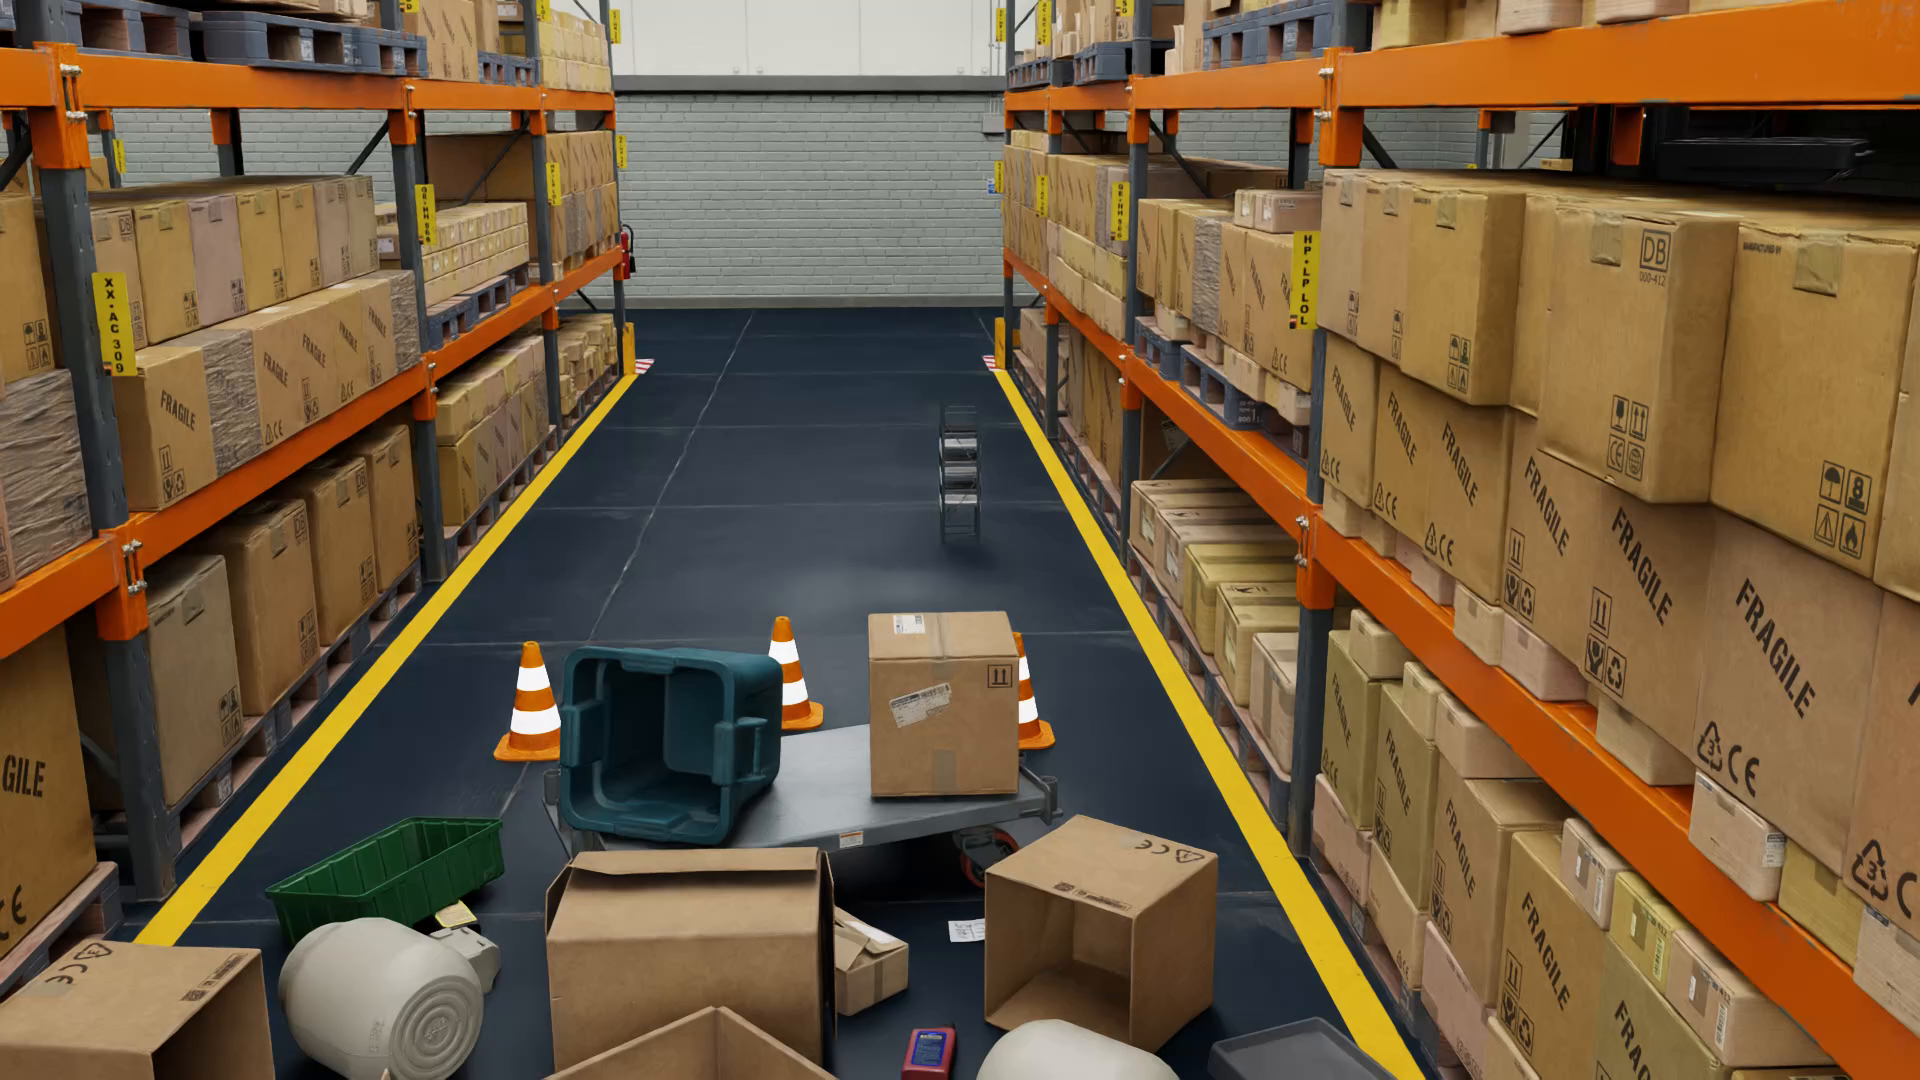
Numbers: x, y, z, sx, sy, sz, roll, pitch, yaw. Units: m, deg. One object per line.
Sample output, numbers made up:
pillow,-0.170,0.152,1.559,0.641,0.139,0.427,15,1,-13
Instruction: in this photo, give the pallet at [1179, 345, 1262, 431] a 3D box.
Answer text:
pallet,1.625,-0.725,7.711,1.003,0.211,1.213,-1,14,-3

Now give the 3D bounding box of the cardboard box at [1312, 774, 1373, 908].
cardboard box,1.476,0.964,5.435,0.500,0.250,0.500,-2,15,-6

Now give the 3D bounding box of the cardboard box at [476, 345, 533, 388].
cardboard box,-3.404,-1.250,12.033,0.500,0.250,0.500,0,14,-1

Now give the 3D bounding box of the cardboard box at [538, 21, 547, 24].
cardboard box,-3.480,-4.163,13.164,0.380,0.149,0.250,-2,15,-6

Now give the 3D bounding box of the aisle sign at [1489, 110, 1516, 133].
aisle sign,5.622,-4.649,17.357,0.394,0.787,0.004,-1,14,-3

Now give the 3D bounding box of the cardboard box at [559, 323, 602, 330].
cardboard box,-3.629,-1.990,15.925,0.380,0.149,0.250,-1,15,-6

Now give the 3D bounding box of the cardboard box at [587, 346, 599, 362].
cardboard box,-3.575,-1.716,15.458,0.380,0.149,0.250,0,14,-1

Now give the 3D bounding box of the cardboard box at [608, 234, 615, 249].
cardboard box,-3.666,-3.000,16.669,0.380,0.149,0.250,-1,14,-3

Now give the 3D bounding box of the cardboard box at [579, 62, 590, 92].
cardboard box,-3.567,-4.087,14.672,0.500,0.250,0.500,0,14,-1

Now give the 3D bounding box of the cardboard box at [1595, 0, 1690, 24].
cardboard box,1.516,-1.117,3.333,0.380,0.149,0.250,-1,14,-4

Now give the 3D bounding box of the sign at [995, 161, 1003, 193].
sign,0.412,-3.750,17.186,0.100,0.325,0.005,-1,14,-3

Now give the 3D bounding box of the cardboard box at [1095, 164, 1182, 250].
cardboard box,1.128,-2.095,10.441,0.500,0.500,0.500,-1,14,-2

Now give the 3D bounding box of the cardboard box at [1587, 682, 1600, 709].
cardboard box,1.645,0.331,3.724,0.380,0.149,0.250,-1,14,-3

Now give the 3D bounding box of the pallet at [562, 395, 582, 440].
pallet,-3.798,-1.019,14.064,1.003,0.211,1.213,-1,14,-3

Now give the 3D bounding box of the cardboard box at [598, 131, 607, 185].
cardboard box,-3.660,-3.639,15.845,0.500,0.500,0.500,-1,14,-5

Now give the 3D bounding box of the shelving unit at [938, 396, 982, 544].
shelving unit,0.000,-0.438,10.422,0.258,0.900,0.210,-1,14,-3

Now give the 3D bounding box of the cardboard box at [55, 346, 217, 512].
cardboard box,-2.989,-0.397,5.849,0.500,0.500,0.500,-1,14,-3

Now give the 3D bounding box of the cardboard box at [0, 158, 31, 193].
cardboard box,-9.134,-3.333,15.661,0.500,0.500,0.500,-1,14,-5

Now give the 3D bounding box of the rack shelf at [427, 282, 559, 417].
rack shelf,-3.597,-1.357,11.226,1.077,0.370,4.000,-1,14,-3

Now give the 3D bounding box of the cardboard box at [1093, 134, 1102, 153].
cardboard box,0.969,-3.291,13.787,0.380,0.149,0.250,-1,14,-2

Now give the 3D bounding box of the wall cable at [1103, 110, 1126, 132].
wall cable,2.008,-5.218,22.750,0.588,1.984,0.122,-1,14,-3

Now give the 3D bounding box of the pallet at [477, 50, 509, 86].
pallet,-3.721,-3.152,11.114,1.213,0.211,1.003,-1,14,-3

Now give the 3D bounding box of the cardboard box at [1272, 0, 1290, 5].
cardboard box,1.502,-2.168,6.370,0.500,0.250,0.500,-1,14,-3

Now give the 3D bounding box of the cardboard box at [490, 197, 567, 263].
cardboard box,-3.500,-2.523,13.514,0.500,0.500,0.500,-1,14,-4

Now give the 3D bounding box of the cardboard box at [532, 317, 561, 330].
cardboard box,-4.138,-2.107,16.379,0.380,0.149,0.250,-1,14,-2

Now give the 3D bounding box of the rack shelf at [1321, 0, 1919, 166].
rack shelf,1.833,-0.922,3.514,1.077,0.370,4.000,-1,14,-3

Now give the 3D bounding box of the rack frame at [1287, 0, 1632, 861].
rack frame,1.709,-0.315,5.732,1.000,3.000,0.127,-1,14,-3

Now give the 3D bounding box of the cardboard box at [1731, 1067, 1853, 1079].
cardboard box,1.647,1.249,2.821,0.500,0.500,0.500,-1,14,-3

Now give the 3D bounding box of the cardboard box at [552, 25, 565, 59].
cardboard box,-3.537,-4.073,13.614,0.500,0.250,0.500,-1,14,-4

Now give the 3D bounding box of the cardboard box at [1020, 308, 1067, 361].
cardboard box,1.107,-2.100,16.966,0.875,0.438,0.875,-1,14,-5

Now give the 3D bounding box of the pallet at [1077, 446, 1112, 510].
pallet,1.415,-0.459,11.889,1.003,0.211,1.213,-1,14,-3

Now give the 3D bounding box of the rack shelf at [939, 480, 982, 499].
rack shelf,0.000,-0.318,10.453,0.258,0.077,0.200,-1,14,-3

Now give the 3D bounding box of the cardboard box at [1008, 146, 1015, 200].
cardboard box,0.750,-3.580,16.214,0.500,0.500,0.500,-1,14,-5

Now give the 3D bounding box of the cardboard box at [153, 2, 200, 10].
cardboard box,-3.585,-2.434,7.082,0.500,0.311,0.500,-1,14,-4

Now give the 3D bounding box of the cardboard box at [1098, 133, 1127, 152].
cardboard box,1.363,-3.361,14.059,0.380,0.149,0.250,-1,14,-4

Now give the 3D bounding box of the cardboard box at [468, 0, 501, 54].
cardboard box,-3.807,-3.812,12.258,0.700,0.500,0.500,-1,14,-3

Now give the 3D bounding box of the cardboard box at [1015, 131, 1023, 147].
cardboard box,0.735,-3.858,15.993,0.380,0.149,0.250,-1,14,-5

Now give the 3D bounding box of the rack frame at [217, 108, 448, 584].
rack frame,-3.473,-1.208,9.203,1.000,3.000,0.127,-1,14,-3

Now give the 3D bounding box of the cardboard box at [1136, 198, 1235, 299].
cardboard box,1.258,-1.590,9.047,0.500,0.500,0.500,-1,14,-5

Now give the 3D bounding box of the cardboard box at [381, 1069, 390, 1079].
cardboard box,-1.280,1.509,4.127,0.396,0.266,0.258,2,15,6

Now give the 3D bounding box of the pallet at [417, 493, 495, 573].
pallet,-3.520,-0.052,10.306,1.003,0.211,1.213,-1,14,-3

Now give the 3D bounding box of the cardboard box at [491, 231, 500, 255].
cardboard box,-3.433,-2.073,11.629,0.380,0.149,0.250,-2,15,-6

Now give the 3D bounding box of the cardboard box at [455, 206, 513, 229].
cardboard box,-3.469,-2.345,12.089,0.380,0.149,0.250,-1,14,-5

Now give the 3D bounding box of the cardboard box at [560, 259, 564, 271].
cardboard box,-3.582,-2.353,14.157,0.380,0.149,0.250,-2,15,-6

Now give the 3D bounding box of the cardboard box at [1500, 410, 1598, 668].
cardboard box,1.582,-0.019,3.783,0.500,0.500,0.500,-1,14,-3

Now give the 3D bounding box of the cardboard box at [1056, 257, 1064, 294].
cardboard box,1.011,-1.990,12.542,0.500,0.250,0.500,-1,14,-5

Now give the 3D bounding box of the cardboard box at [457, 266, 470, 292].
cardboard box,-3.370,-1.672,10.665,0.380,0.149,0.250,0,14,-2

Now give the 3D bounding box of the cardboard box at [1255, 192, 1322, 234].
cardboard box,1.400,-1.308,6.647,0.380,0.149,0.250,-1,14,-5

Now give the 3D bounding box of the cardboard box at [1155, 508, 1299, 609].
cardboard box,1.540,0.083,8.614,0.950,0.372,0.625,-1,14,-5

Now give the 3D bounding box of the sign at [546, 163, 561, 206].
sign,-3.167,-2.773,12.962,0.100,0.325,0.005,-1,14,-3

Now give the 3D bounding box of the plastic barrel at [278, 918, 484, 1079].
plastic barrel,-1.624,1.292,4.654,0.512,0.421,0.421,10,18,35

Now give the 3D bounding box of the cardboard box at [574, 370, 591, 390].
cardboard box,-3.543,-1.444,14.996,0.380,0.149,0.250,-1,14,-5

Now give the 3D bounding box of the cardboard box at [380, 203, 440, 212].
cardboard box,-4.155,-2.468,12.566,0.380,0.149,0.250,0,14,-1

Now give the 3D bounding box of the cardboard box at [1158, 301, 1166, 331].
cardboard box,1.251,-1.168,8.709,0.380,0.149,0.250,-2,15,-7

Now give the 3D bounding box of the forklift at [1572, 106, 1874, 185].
forklift,3.685,-0.865,8.005,3.031,2.935,1.130,9,17,30

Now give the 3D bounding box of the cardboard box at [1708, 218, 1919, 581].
cardboard box,1.684,-0.247,2.661,0.700,0.500,0.500,-1,14,-3

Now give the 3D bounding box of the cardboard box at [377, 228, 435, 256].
cardboard box,-3.327,-1.763,9.826,0.380,0.149,0.250,-1,14,-5

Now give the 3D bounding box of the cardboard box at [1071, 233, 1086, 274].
cardboard box,1.058,-1.980,11.498,0.500,0.250,0.500,-1,14,-5

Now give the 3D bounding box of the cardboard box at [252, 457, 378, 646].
cardboard box,-3.467,0.048,7.993,1.050,0.750,0.750,-1,14,-3
